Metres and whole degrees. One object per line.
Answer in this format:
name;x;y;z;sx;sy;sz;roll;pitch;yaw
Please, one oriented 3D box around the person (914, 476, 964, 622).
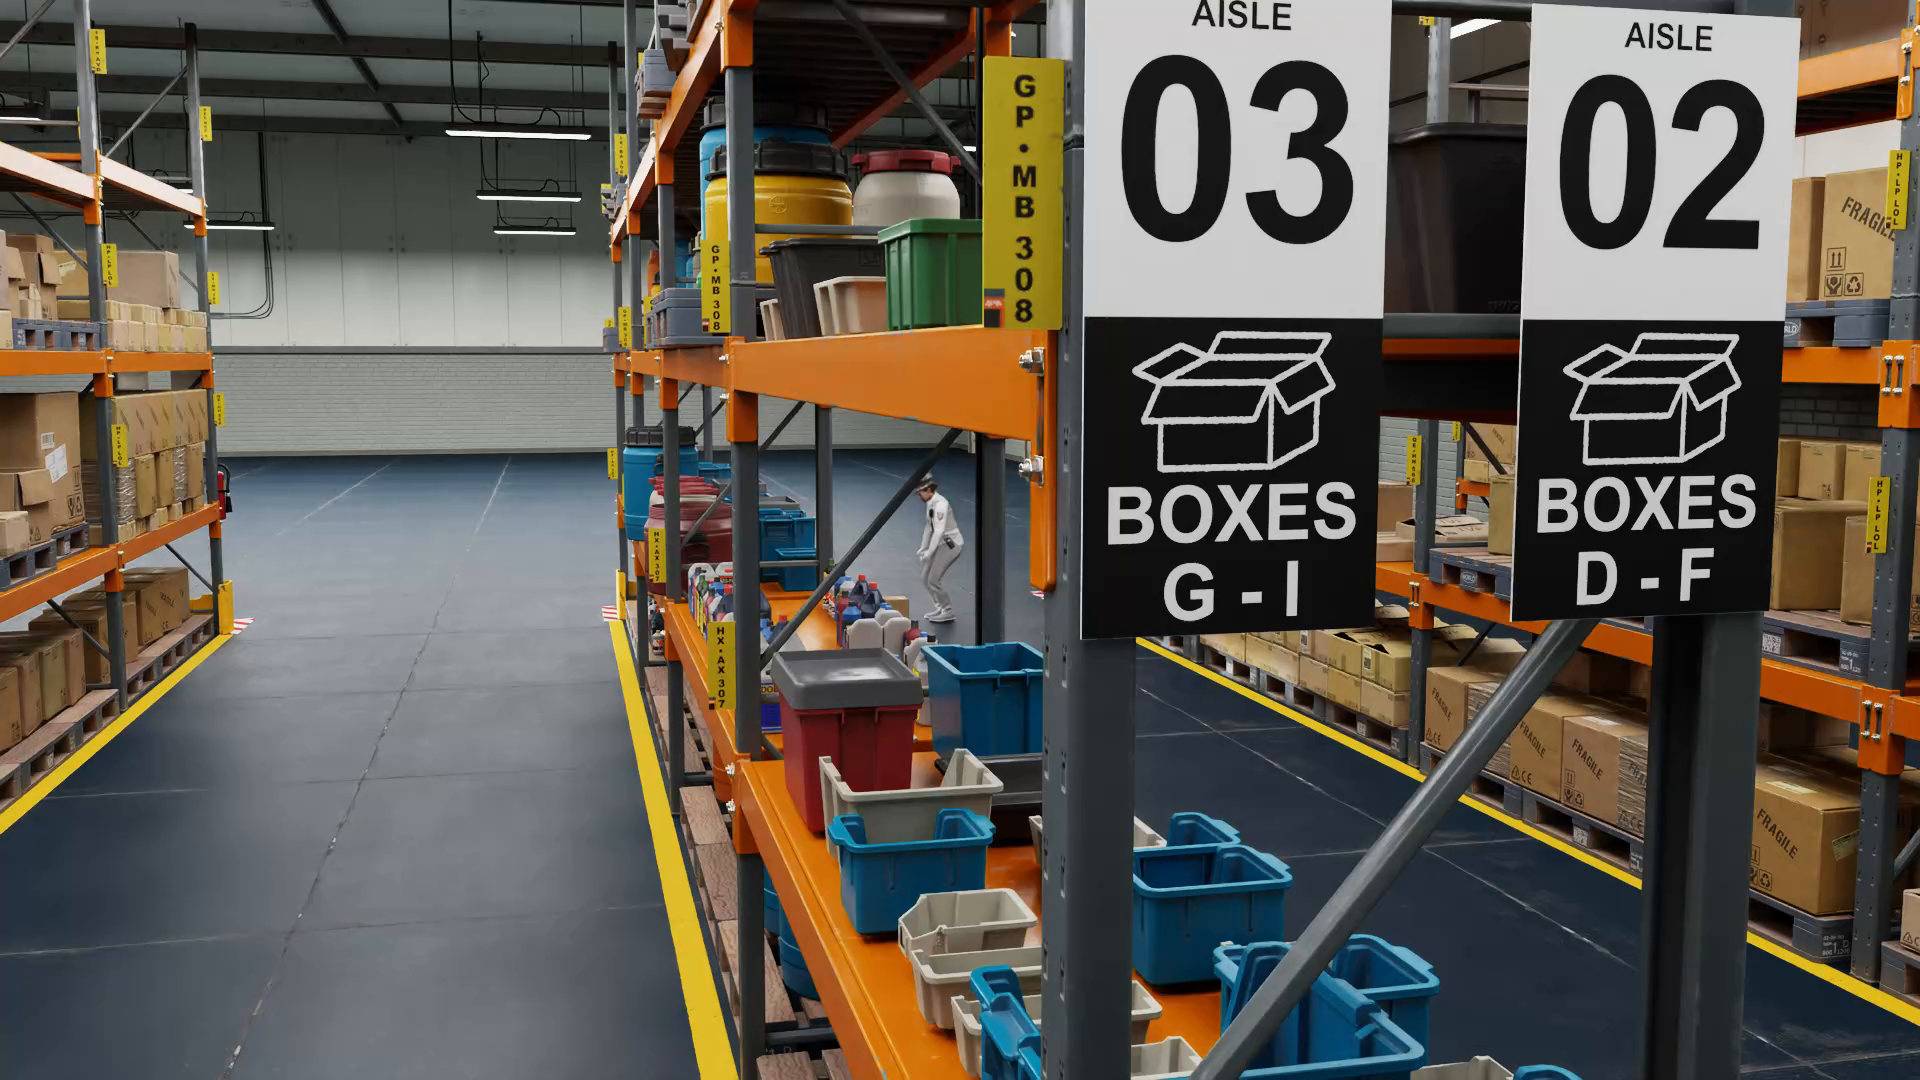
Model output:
person;-0.244;0.091;17.486;0.570;1.542;0.523;-1;6;-13
